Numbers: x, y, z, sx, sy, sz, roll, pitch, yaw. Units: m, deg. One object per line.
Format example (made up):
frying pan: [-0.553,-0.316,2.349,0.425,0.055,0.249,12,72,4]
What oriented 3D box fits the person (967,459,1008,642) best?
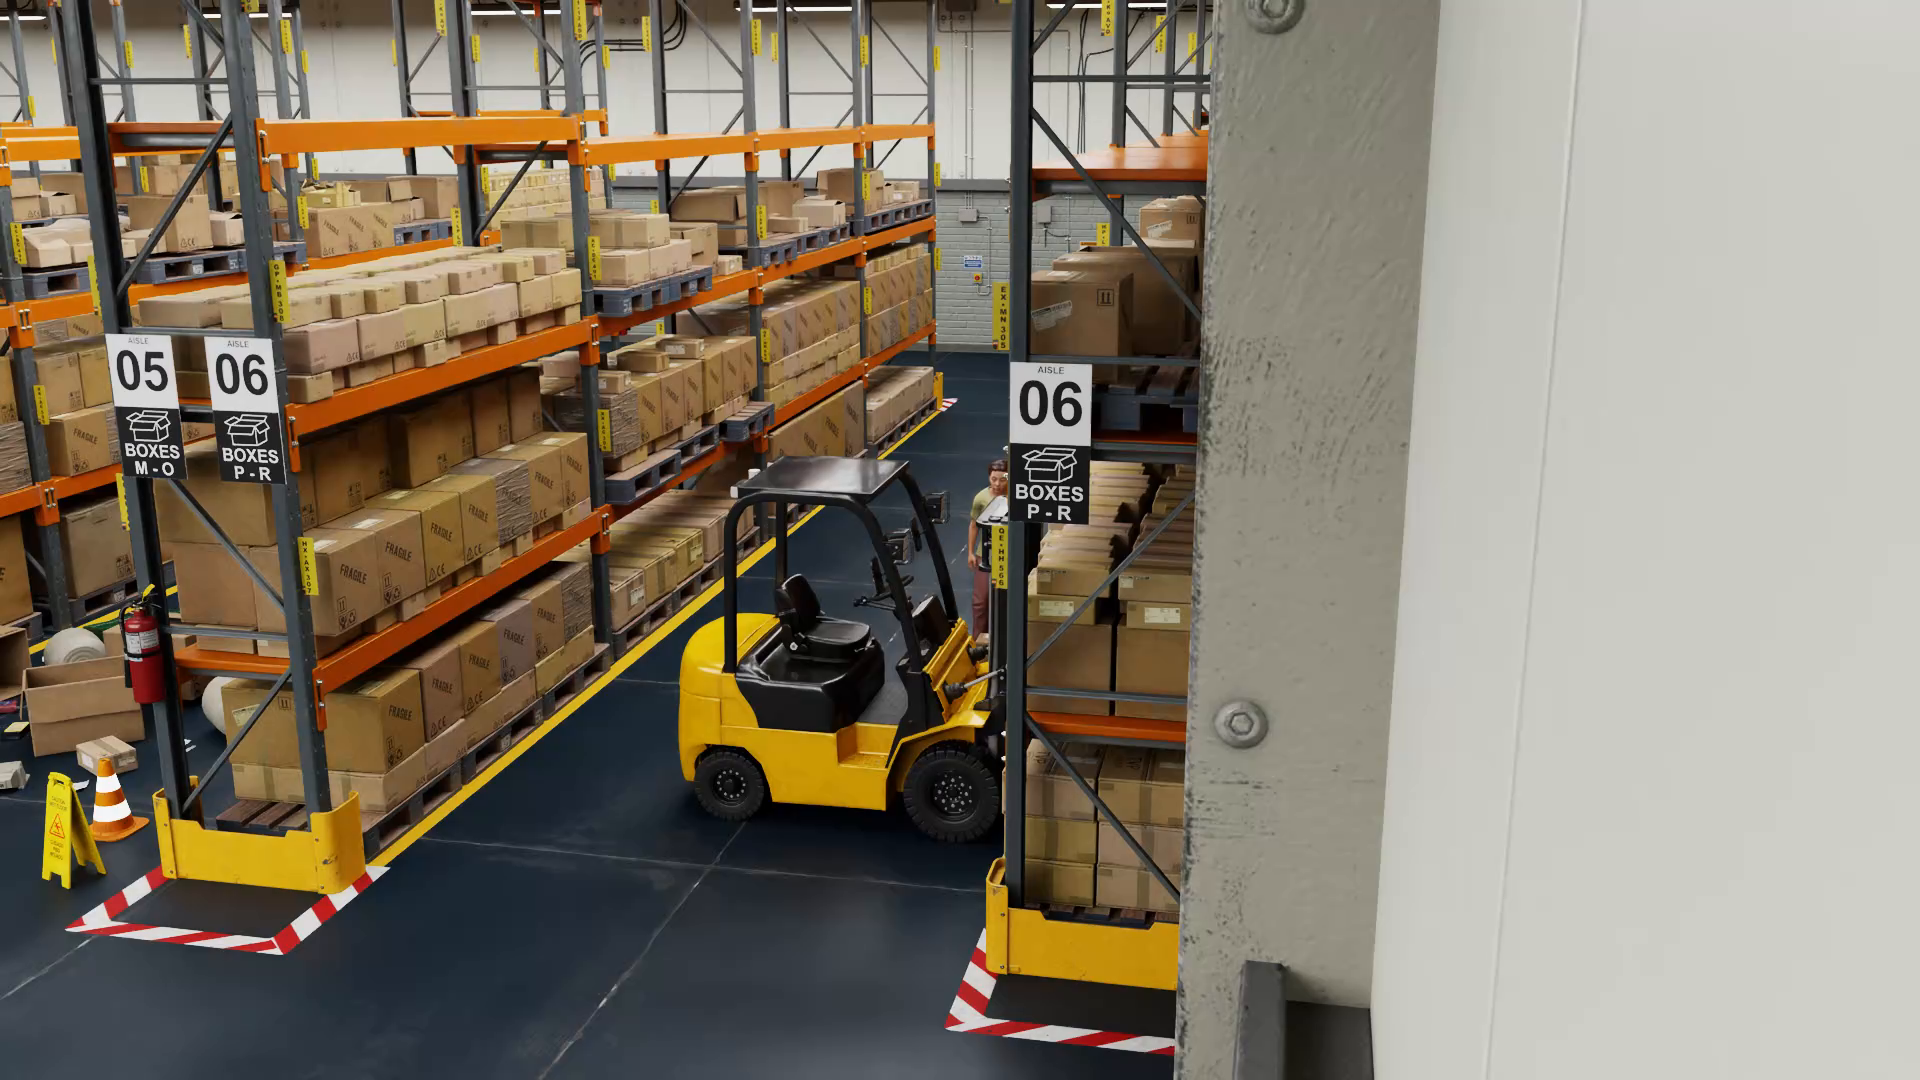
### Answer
person: [0.308,0.159,13.410,0.505,1.672,0.350,3,15,10]
